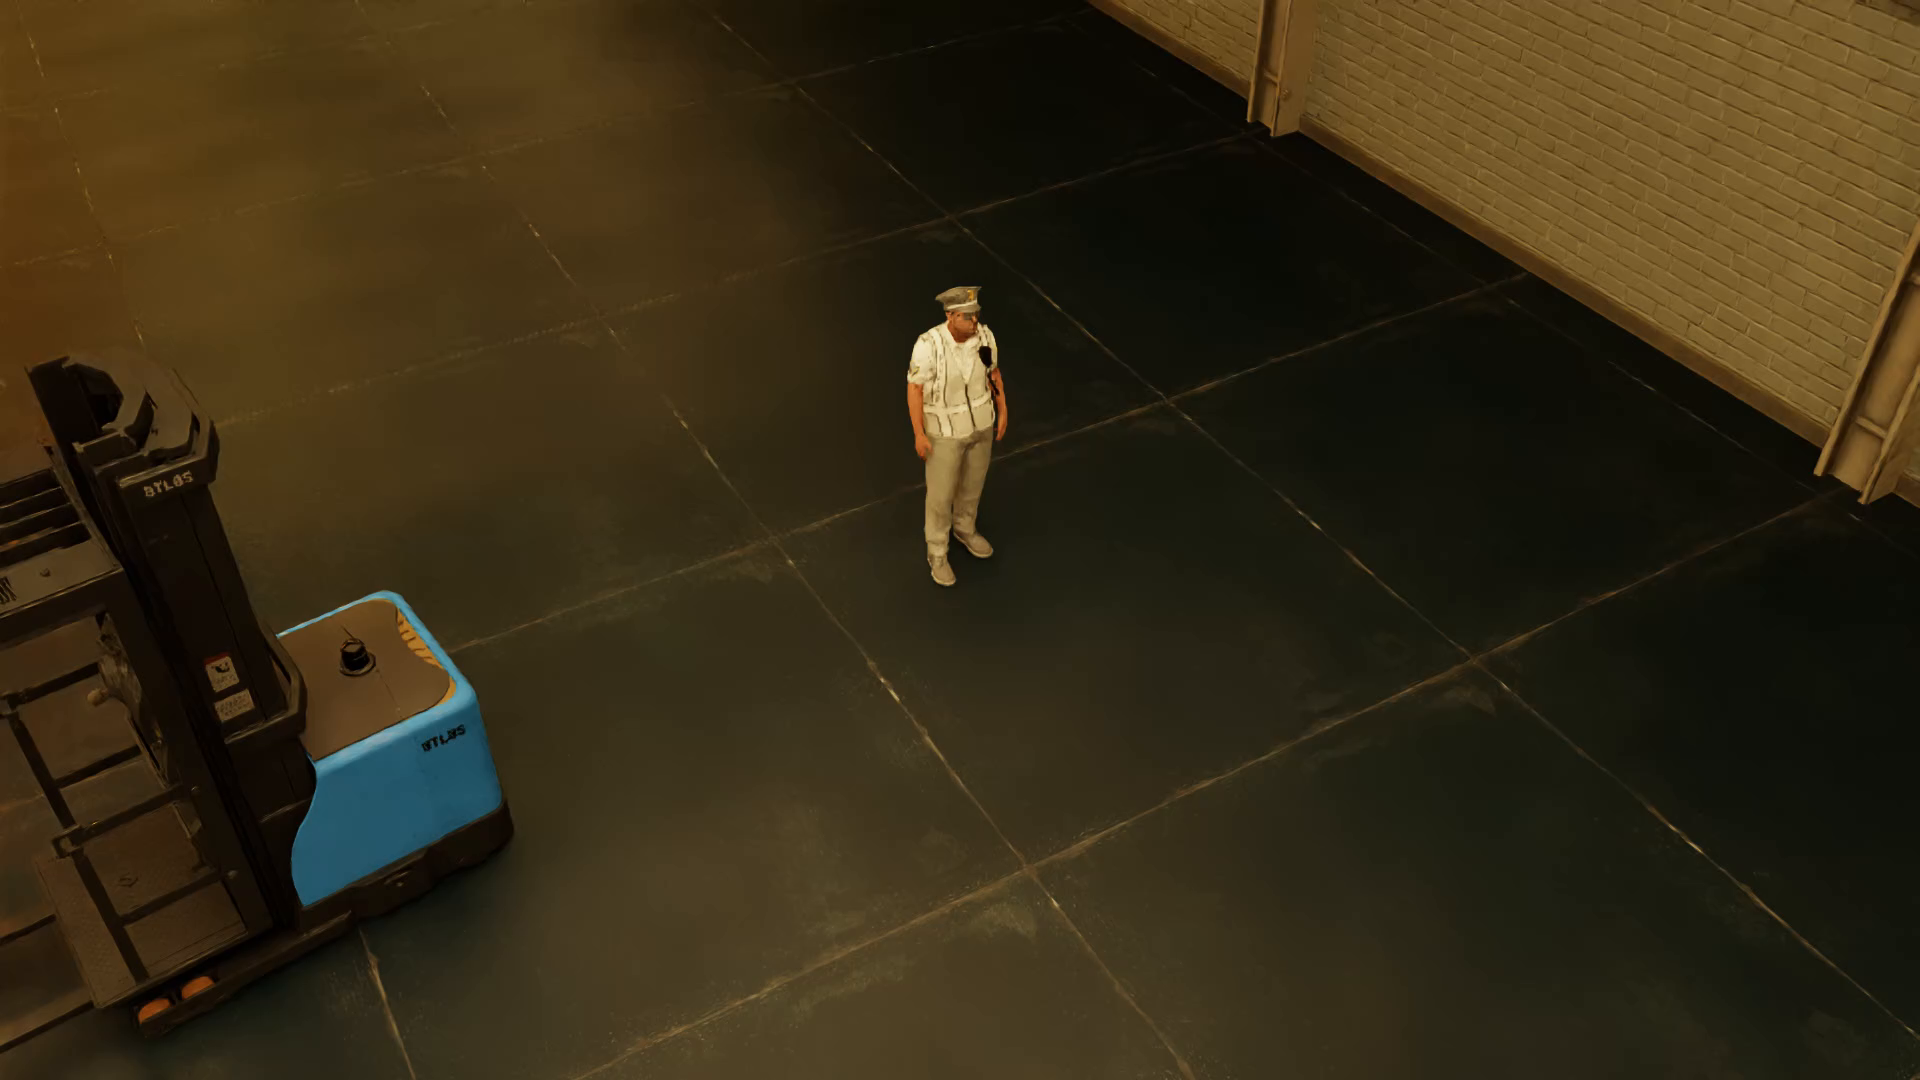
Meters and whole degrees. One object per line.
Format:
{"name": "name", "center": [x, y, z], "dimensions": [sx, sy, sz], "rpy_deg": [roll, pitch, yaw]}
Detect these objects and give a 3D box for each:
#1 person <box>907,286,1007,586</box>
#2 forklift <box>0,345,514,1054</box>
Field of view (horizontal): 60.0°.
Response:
{"name": "person", "center": [0.029, -0.645, 9.702], "dimensions": [0.640, 1.781, 0.574], "rpy_deg": [-20, 44, -23]}
{"name": "forklift", "center": [-3.740, 0.748, 7.134], "dimensions": [3.031, 2.935, 1.130], "rpy_deg": [-26, 46, -28]}
